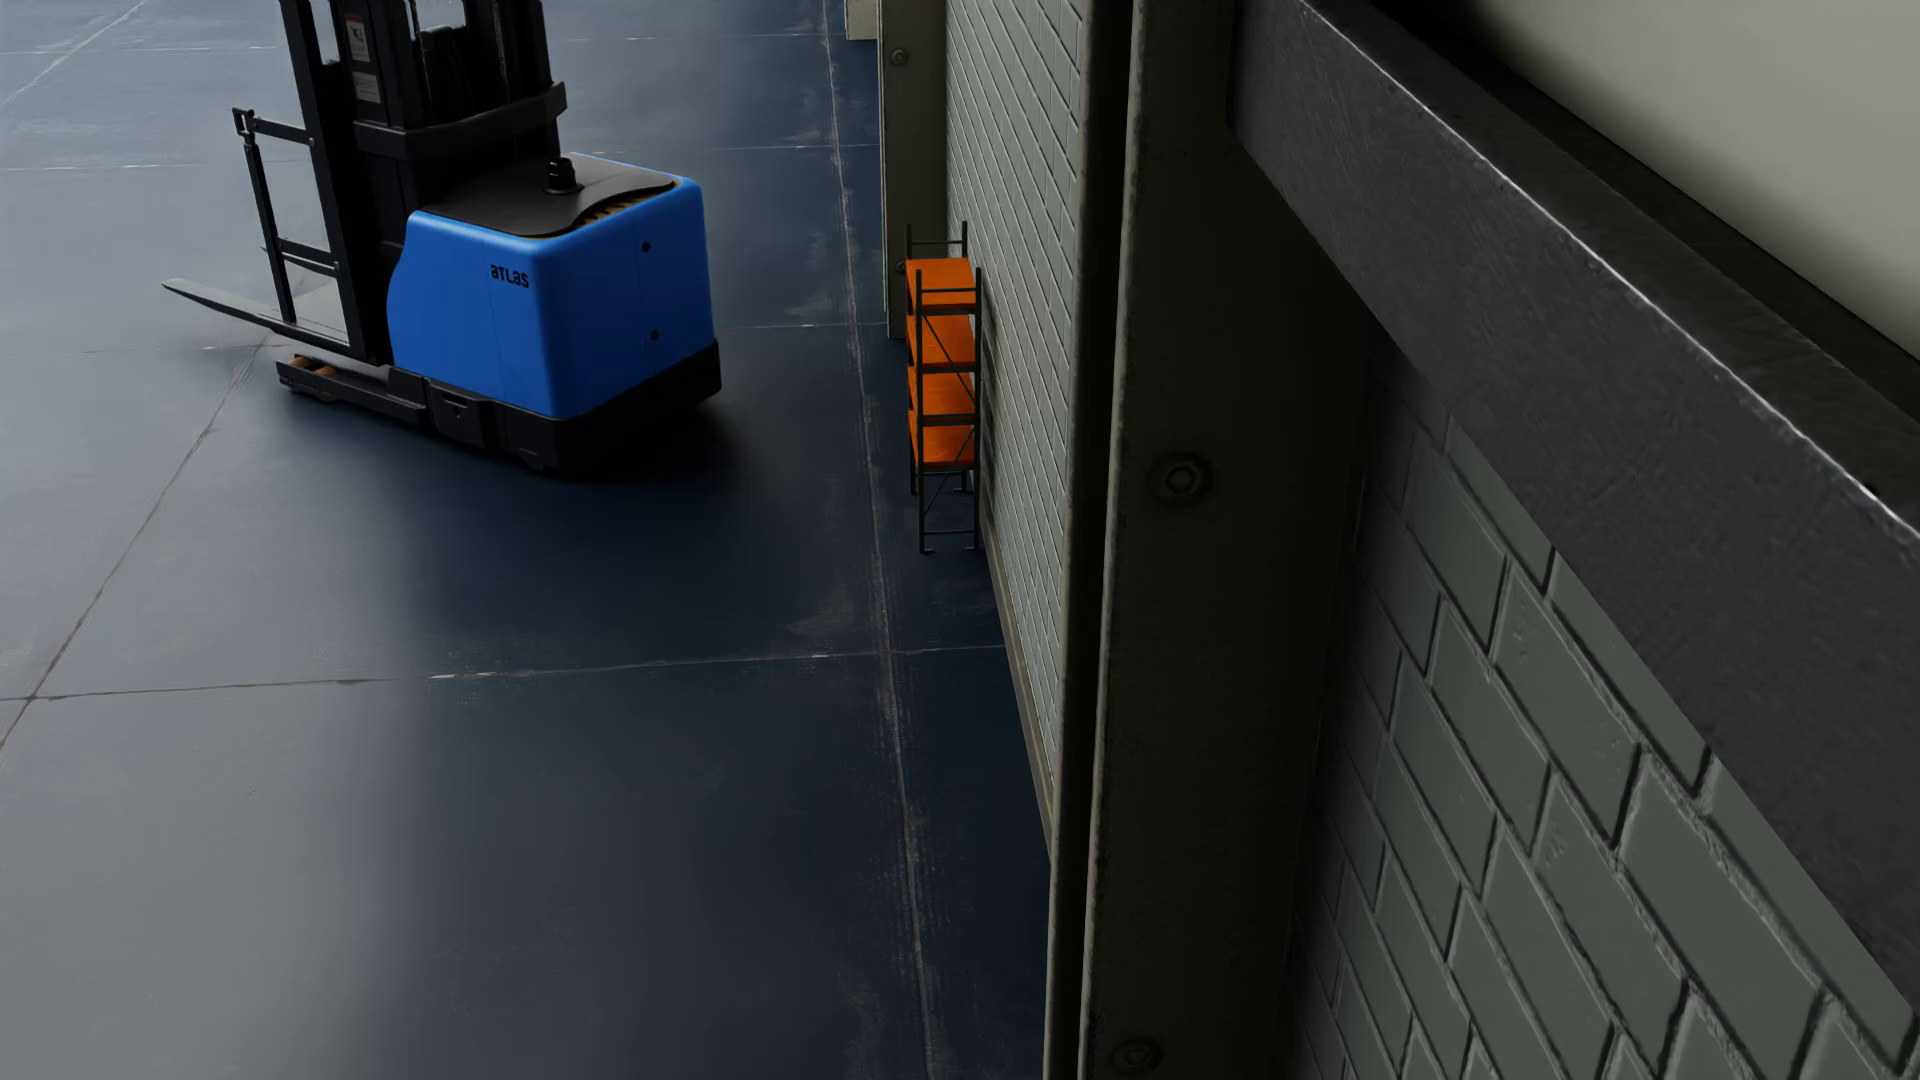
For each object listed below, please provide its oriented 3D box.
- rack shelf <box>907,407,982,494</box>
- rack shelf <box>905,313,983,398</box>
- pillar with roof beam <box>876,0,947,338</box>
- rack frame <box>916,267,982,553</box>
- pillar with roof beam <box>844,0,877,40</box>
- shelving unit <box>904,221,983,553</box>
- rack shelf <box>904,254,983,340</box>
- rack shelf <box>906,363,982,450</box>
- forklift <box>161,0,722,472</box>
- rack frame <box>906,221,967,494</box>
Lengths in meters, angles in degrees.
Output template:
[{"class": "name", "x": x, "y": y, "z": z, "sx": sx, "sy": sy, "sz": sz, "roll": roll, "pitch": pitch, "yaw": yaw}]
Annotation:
[{"class": "rack shelf", "x": -0.068, "y": -0.370, "z": 6.717, "sx": 0.258, "sy": 0.148, "sz": 0.480, "roll": -3, "pitch": 31, "yaw": -5}, {"class": "rack shelf", "x": -0.067, "y": -0.733, "z": 6.501, "sx": 0.258, "sy": 0.148, "sz": 0.480, "roll": -3, "pitch": 31, "yaw": -5}, {"class": "pillar with roof beam", "x": -4.515, "y": -4.794, "z": 6.001, "sx": 9.100, "sy": 9.000, "sz": 0.400, "roll": -3, "pitch": 31, "yaw": -5}, {"class": "rack frame", "x": -0.043, "y": -0.474, "z": 6.373, "sx": 0.240, "sy": 1.200, "sz": 0.015, "roll": -3, "pitch": 31, "yaw": -5}, {"class": "pillar with roof beam", "x": -5.076, "y": -7.858, "z": 11.130, "sx": 9.100, "sy": 9.000, "sz": 0.400, "roll": -3, "pitch": 31, "yaw": -5}, {"class": "shelving unit", "x": -0.067, "y": -0.598, "z": 6.581, "sx": 0.258, "sy": 1.200, "sz": 0.503, "roll": -3, "pitch": 31, "yaw": -5}, {"class": "rack shelf", "x": -0.067, "y": -0.936, "z": 6.380, "sx": 0.258, "sy": 0.148, "sz": 0.480, "roll": -3, "pitch": 31, "yaw": -5}, {"class": "rack shelf", "x": -0.068, "y": -0.540, "z": 6.615, "sx": 0.258, "sy": 0.148, "sz": 0.480, "roll": -3, "pitch": 31, "yaw": -5}, {"class": "forklift", "x": -2.639, "y": -2.115, "z": 7.432, "sx": 3.031, "sy": 2.935, "sz": 1.130, "roll": 18, "pitch": 35, "yaw": 27}, {"class": "rack frame", "x": -0.092, "y": -0.723, "z": 6.789, "sx": 0.240, "sy": 1.200, "sz": 0.015, "roll": -3, "pitch": 31, "yaw": -5}]
